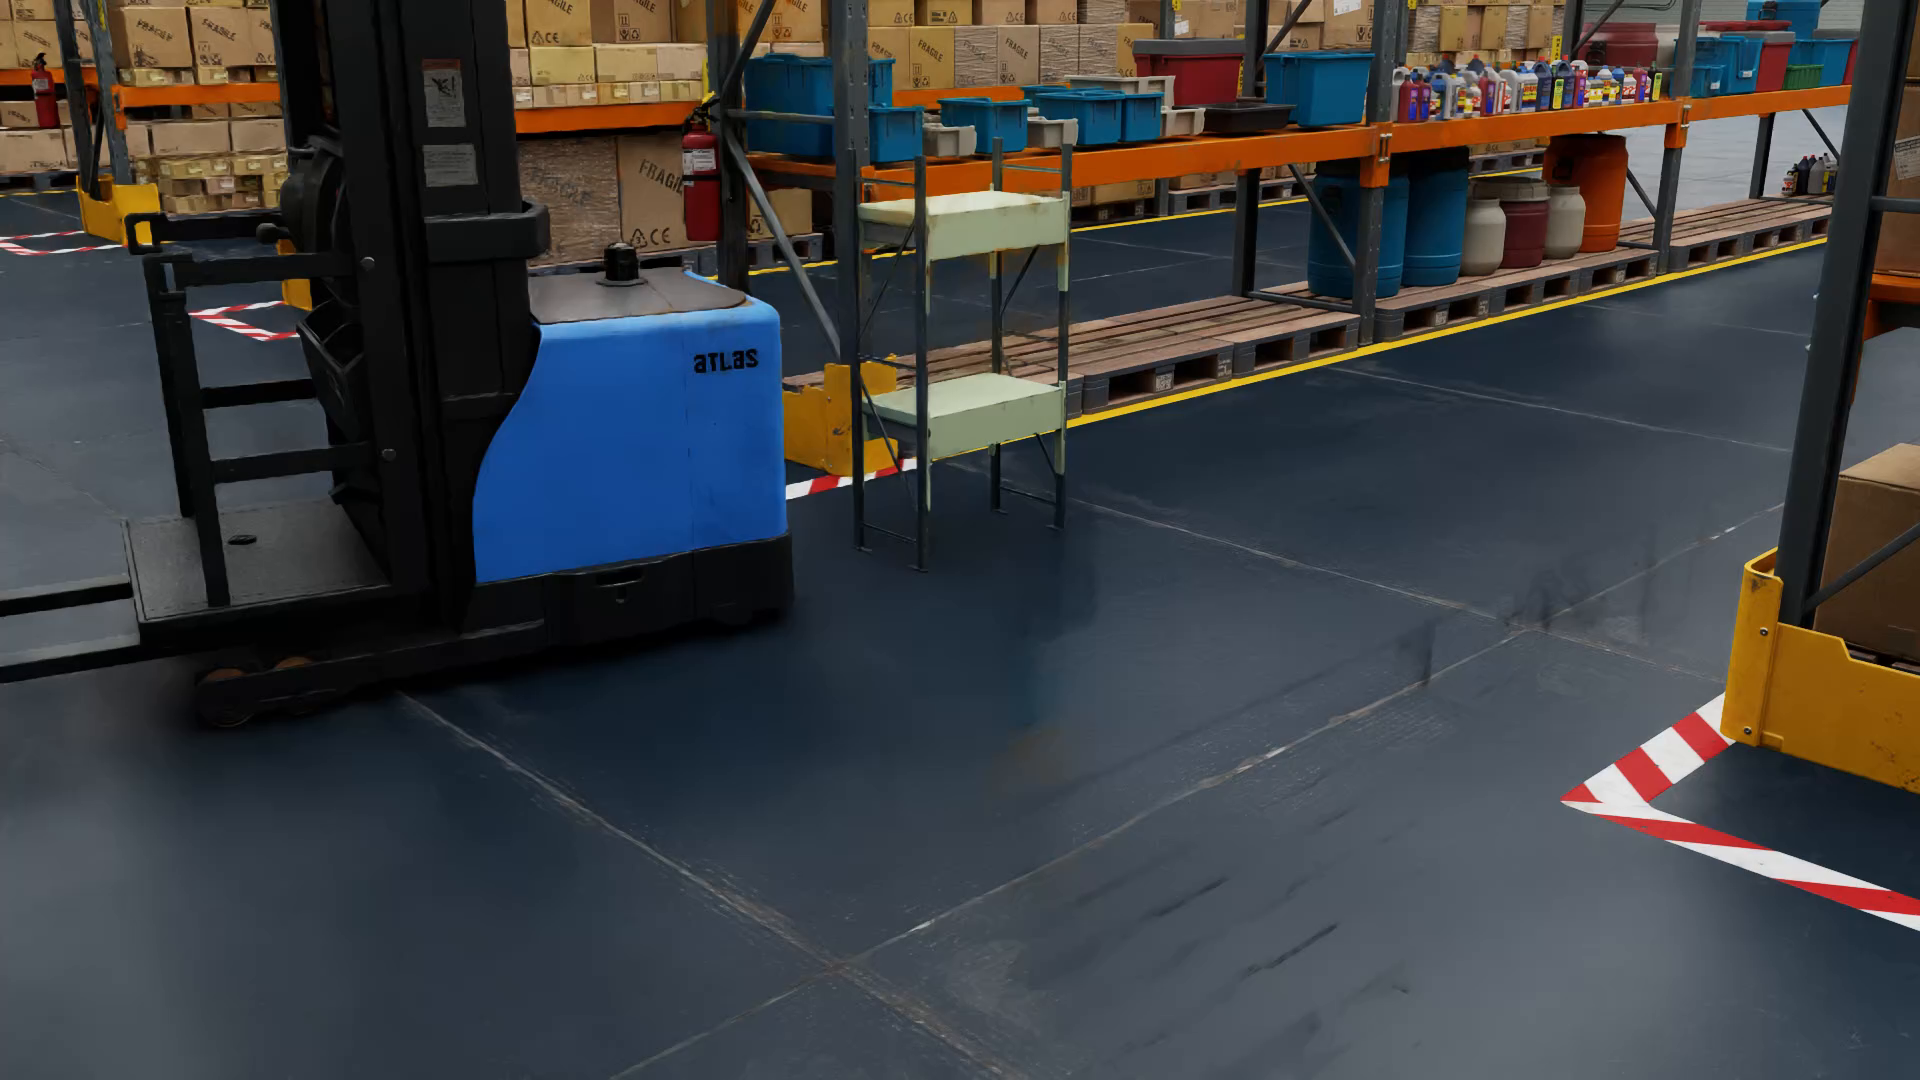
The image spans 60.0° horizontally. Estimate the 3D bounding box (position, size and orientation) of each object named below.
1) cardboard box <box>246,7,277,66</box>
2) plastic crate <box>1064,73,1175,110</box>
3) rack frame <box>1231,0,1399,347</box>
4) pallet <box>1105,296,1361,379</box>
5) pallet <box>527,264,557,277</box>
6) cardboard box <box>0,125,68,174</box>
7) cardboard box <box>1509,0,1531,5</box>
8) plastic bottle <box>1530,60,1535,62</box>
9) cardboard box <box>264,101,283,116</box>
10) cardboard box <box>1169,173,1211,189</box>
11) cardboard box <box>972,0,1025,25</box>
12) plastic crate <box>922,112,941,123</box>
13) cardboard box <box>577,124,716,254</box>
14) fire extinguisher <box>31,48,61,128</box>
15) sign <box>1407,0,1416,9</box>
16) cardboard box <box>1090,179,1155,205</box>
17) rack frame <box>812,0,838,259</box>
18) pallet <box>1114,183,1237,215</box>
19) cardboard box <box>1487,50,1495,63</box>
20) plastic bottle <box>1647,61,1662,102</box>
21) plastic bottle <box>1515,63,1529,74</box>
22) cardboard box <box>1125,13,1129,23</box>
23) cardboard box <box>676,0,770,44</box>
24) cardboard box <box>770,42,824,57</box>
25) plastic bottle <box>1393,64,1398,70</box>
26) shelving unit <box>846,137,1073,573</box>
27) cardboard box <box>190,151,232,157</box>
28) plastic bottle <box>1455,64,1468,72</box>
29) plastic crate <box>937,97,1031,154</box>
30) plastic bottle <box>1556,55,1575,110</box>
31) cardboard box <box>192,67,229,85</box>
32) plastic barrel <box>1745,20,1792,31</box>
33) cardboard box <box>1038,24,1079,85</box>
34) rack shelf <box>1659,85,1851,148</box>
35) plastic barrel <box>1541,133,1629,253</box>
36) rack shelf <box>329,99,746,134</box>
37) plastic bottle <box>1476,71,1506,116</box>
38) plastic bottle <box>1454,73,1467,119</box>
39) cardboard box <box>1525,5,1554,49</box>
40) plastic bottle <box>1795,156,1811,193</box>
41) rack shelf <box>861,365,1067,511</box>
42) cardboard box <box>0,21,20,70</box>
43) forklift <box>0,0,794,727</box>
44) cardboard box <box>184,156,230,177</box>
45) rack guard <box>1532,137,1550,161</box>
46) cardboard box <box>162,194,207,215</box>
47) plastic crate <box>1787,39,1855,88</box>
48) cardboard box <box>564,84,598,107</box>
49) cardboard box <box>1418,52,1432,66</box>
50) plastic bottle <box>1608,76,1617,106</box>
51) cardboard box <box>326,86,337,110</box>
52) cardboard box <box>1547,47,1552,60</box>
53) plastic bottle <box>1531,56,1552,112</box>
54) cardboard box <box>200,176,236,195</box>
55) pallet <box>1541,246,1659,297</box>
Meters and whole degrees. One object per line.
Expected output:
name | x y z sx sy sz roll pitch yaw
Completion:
cardboard box | -6.257 -4.557 15.032 0.500 0.500 0.500 -16 24 -40
plastic crate | 0.898 -2.409 9.147 0.530 0.282 0.437 -16 24 -41
rack frame | 2.134 -2.719 10.009 0.127 3.000 1.000 -16 24 -41
pallet | 1.627 -1.228 9.931 1.213 0.211 1.003 -16 24 -41
pallet | -3.648 -1.842 11.825 1.213 0.211 1.003 -16 24 -41
cardboard box | -10.573 -4.346 18.498 0.875 0.438 0.875 17 24 42
cardboard box | 6.496 -6.652 19.873 0.500 0.500 0.500 -16 24 -41
plastic bottle | 4.234 -3.433 12.398 0.133 0.283 0.061 -16 24 -41
cardboard box | -10.238 -6.444 24.869 0.500 0.500 0.500 17 25 42
cardboard box | 2.111 -3.844 16.816 0.700 0.500 0.500 16 24 41
cardboard box | 0.137 -4.769 14.543 0.637 0.503 0.797 -15 23 -39
plastic crate | -0.084 -2.046 8.263 0.243 0.136 0.396 -16 24 -41
cardboard box | -2.457 -2.706 12.731 0.875 0.875 0.875 -16 24 -41
fire extinguisher | -8.010 -3.951 14.536 0.183 0.674 0.296 -16 24 -41
sign | 4.928 -5.952 18.101 0.005 0.325 0.100 -16 24 -41
cardboard box | 1.122 -3.724 15.872 1.225 0.875 0.875 17 24 41
rack frame | -1.269 -3.829 13.432 0.127 3.000 1.000 -16 24 -41
pallet | 2.207 -3.516 16.986 1.213 0.211 1.003 -16 24 -41
cardboard box | 6.138 -5.767 19.816 0.250 0.149 0.380 -16 24 -41
plastic bottle | 5.040 -3.330 12.081 0.133 0.283 0.061 -16 24 -41
plastic bottle | 4.107 -3.356 12.182 0.097 0.271 0.097 0 18 0
cardboard box | 1.854 -6.931 22.756 0.550 0.550 0.875 -16 24 -41
cardboard box | -1.786 -3.994 12.484 0.500 0.500 0.500 -16 24 -40
cardboard box | -1.409 -3.747 12.939 0.500 0.250 0.500 -17 24 -42
plastic bottle | 2.811 -2.971 10.864 0.185 0.351 0.144 -16 24 -41
shelving unit | 0.005 -0.715 6.258 0.755 1.500 0.431 -16 24 -41
cardboard box | -6.976 -3.534 15.498 0.250 0.149 0.380 -17 25 -42
plastic bottle | 3.496 -3.195 11.676 0.135 0.276 0.152 -16 24 -41
plastic crate | 0.112 -1.939 7.775 0.300 0.233 0.416 -16 24 -41
plastic bottle | 4.065 -3.096 11.249 0.185 0.351 0.144 -16 24 -41
cardboard box | -6.660 -4.099 14.670 0.380 0.149 0.250 17 25 42
plastic barrel | 7.101 -4.326 14.742 0.433 0.535 0.433 0 18 0
cardboard box | 0.708 -4.349 14.874 0.500 0.500 0.500 17 25 42
rack shelf | 6.494 -3.649 14.041 4.000 0.370 1.077 -16 24 -41
plastic barrel | 4.697 -2.627 12.561 0.708 0.830 0.600 -16 24 -41
rack shelf | -2.722 -3.063 12.236 4.000 0.370 1.077 -16 24 -41
plastic bottle | 3.405 -2.869 10.672 0.135 0.276 0.152 -16 24 -41
plastic bottle | 3.101 -2.767 10.364 0.097 0.271 0.097 0 18 0
cardboard box | 6.751 -6.318 20.463 0.500 0.500 0.875 -16 24 -41
plastic bottle | 8.217 -3.565 16.198 0.185 0.351 0.144 -17 25 -42
rack shelf | 0.005 -0.405 6.358 0.720 0.370 0.431 -16 24 -41
cardboard box | -10.438 -5.288 17.767 0.500 0.500 0.500 -17 24 -41
forklift | -2.110 -1.038 4.934 3.031 2.935 1.130 -9 20 -27
cardboard box | -6.778 -3.362 14.966 0.250 0.149 0.380 -16 24 -40
rack guard | 7.395 -5.167 21.610 0.348 0.500 1.175 -16 24 -41
cardboard box | -6.909 -2.998 14.808 0.250 0.149 0.380 -16 24 -40
plastic crate | 7.359 -4.104 14.303 0.575 0.384 0.392 -16 24 -41
cardboard box | -2.758 -3.137 11.702 0.250 0.149 0.380 -17 24 -41
cardboard box | 5.098 -5.433 18.786 0.250 0.149 0.380 -16 24 -41
plastic bottle | 4.564 -3.160 11.690 0.097 0.201 0.097 0 18 0
cardboard box | -4.143 -3.012 11.317 0.250 0.149 0.380 -16 24 -40
cardboard box | 7.203 -6.093 20.821 0.250 0.149 0.380 -16 24 -41
plastic bottle | 3.834 -3.028 11.041 0.185 0.351 0.144 -16 24 -41
cardboard box | -6.715 -3.199 14.946 0.250 0.149 0.380 -16 24 -41
pallet | 4.496 -2.064 12.509 1.213 0.211 1.003 -16 24 -41
